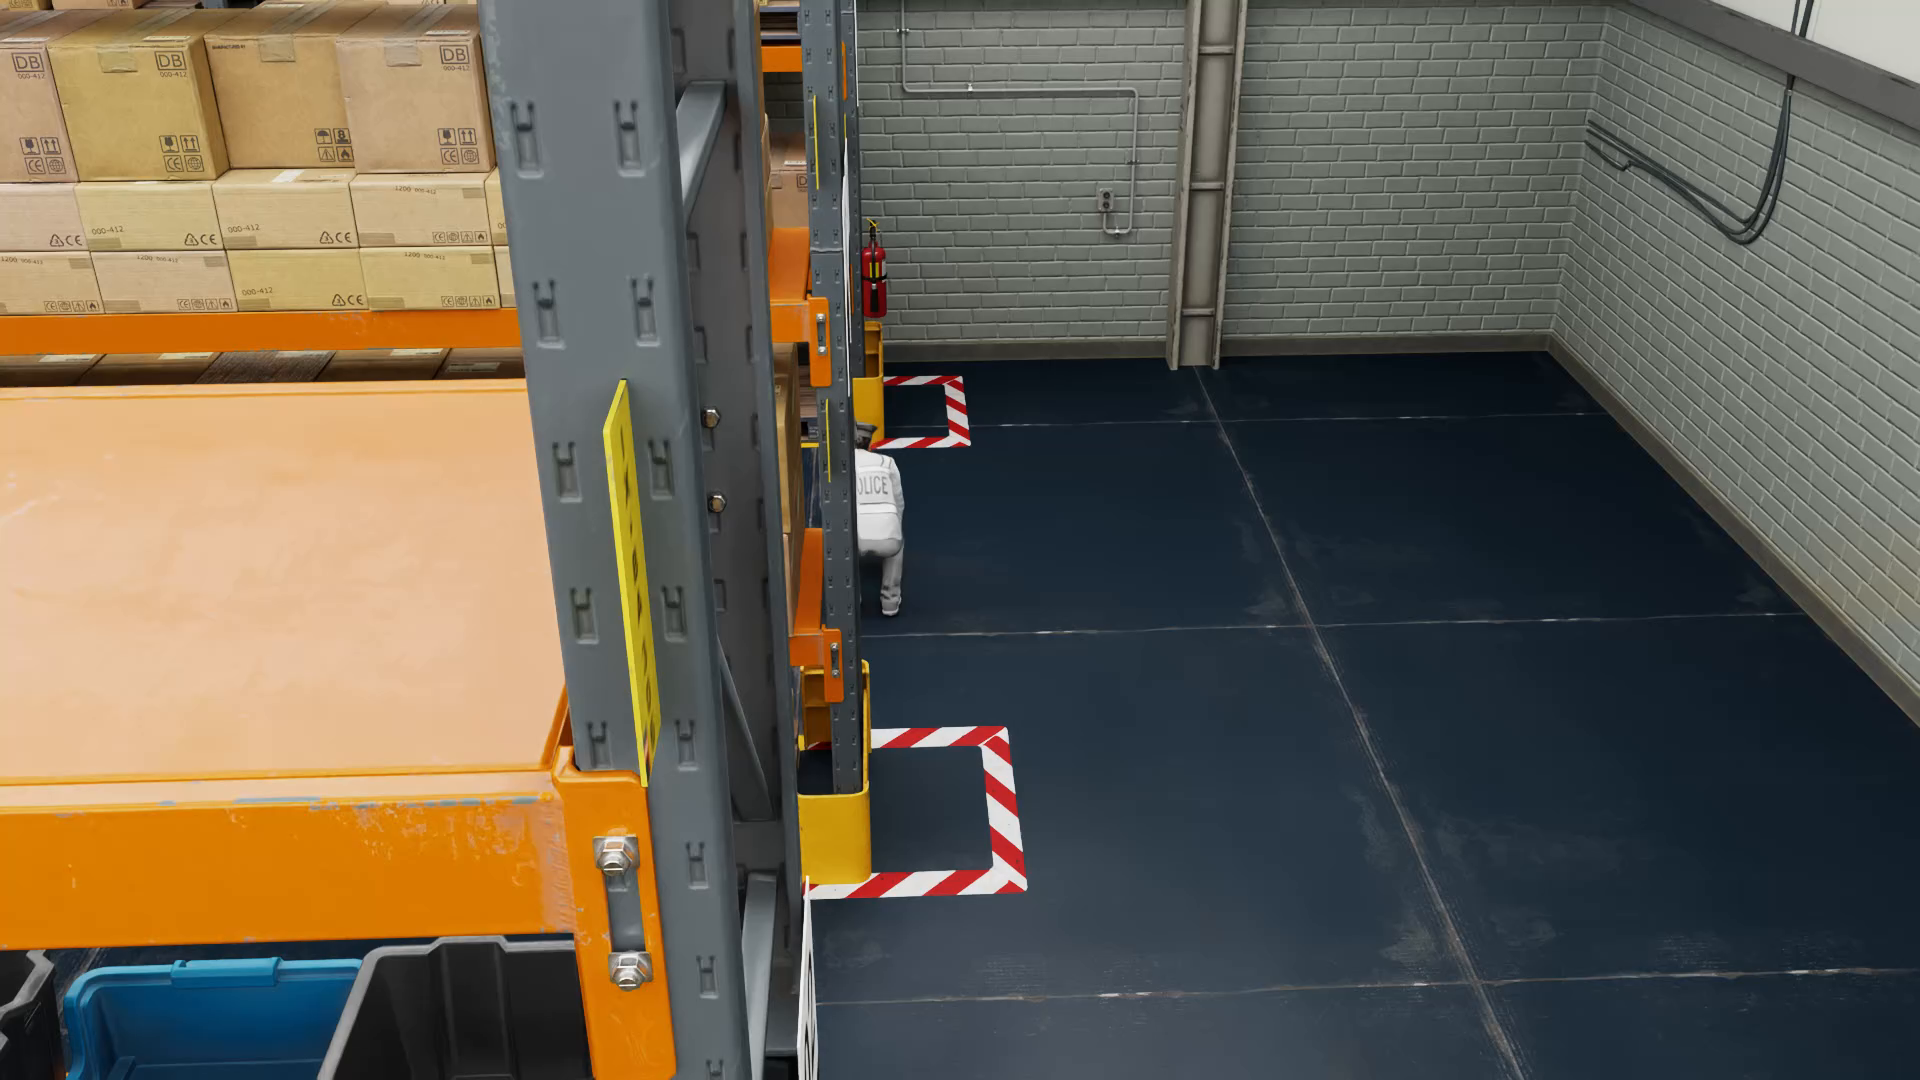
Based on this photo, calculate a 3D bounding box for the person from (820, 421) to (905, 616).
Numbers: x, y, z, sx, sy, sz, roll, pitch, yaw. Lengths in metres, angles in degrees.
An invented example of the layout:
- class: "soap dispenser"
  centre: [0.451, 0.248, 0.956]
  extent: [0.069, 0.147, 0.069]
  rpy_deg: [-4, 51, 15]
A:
- class: "person"
  centre: [-0.578, -0.121, 9.836]
  extent: [0.504, 1.073, 0.815]
  rpy_deg: [-1, 28, -3]
